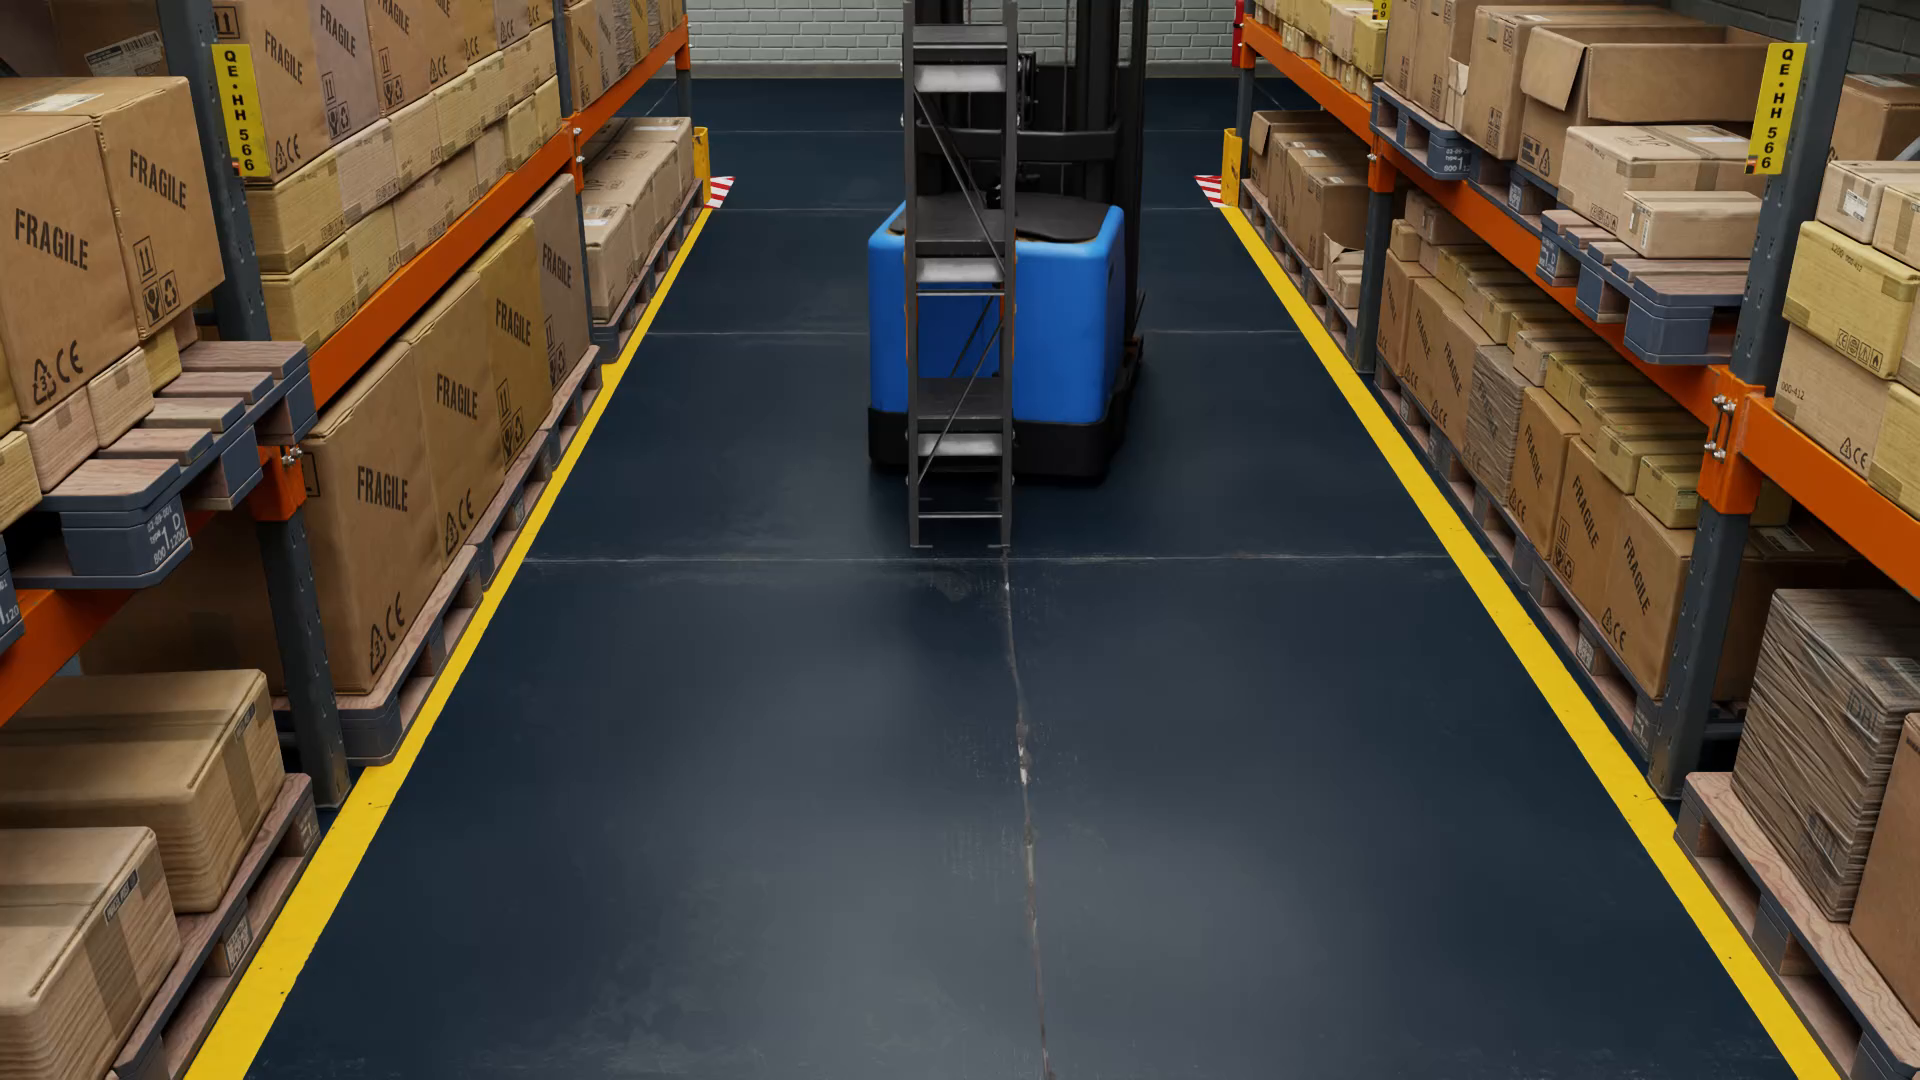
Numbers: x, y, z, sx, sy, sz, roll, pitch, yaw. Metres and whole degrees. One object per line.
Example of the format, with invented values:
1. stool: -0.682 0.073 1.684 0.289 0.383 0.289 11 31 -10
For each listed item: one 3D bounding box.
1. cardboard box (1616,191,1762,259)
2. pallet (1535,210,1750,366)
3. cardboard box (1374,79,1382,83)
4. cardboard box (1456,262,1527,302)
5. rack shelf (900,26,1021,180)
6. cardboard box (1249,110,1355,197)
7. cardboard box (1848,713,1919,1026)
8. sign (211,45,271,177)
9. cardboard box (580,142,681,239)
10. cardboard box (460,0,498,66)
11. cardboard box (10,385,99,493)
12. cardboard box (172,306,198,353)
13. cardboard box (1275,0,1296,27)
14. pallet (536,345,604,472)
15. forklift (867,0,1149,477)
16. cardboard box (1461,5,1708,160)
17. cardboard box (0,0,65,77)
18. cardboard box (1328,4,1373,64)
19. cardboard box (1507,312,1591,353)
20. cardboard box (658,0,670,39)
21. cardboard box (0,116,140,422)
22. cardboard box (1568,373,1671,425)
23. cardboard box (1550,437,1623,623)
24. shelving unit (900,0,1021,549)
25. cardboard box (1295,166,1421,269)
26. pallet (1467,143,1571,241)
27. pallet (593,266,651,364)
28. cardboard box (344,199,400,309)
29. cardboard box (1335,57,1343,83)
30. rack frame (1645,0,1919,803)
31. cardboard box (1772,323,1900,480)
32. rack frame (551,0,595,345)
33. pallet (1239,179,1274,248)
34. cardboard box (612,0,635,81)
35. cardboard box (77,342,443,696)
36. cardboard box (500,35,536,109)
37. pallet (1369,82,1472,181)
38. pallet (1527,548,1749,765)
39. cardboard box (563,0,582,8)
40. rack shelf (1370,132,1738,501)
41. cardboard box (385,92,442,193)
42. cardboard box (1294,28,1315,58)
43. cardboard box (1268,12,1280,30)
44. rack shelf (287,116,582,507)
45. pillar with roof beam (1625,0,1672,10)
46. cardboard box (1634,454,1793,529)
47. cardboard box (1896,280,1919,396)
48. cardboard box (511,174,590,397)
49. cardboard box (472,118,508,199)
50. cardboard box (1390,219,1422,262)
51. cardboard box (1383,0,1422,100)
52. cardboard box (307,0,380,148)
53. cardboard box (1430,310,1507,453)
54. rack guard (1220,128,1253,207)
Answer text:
1. cardboard box: 2.219 -0.950 5.006 0.380 0.149 0.250 0 24 0
2. pallet: 2.532 -0.796 5.102 1.213 0.211 1.003 0 24 -1
3. cardboard box: 2.310 -2.268 8.430 0.380 0.149 0.250 0 24 0
4. cardboard box: 2.415 -1.119 7.321 0.380 0.149 0.250 -1 24 -1
5. rack shelf: -0.002 -1.650 6.185 0.431 0.518 0.480 0 24 -1
6. cardboard box: 2.434 -2.702 11.604 0.797 0.503 0.637 -1 24 -3
7. cardboard box: 2.618 0.813 3.685 0.875 0.625 0.625 1 24 1
8. sign: -1.811 -1.078 4.185 0.100 0.325 0.005 0 24 -1
9. cardboard box: -2.315 -2.252 10.689 0.875 0.438 0.875 0 24 1
10. cardboard box: -2.142 -2.125 6.473 0.500 0.500 0.500 0 24 1
11. cardboard box: -1.997 -0.206 3.360 0.380 0.149 0.250 -1 24 -3
12. cardboard box: -2.115 -0.523 4.062 0.380 0.149 0.250 1 24 1
13. cardboard box: 2.273 -3.363 10.367 0.500 0.250 0.500 -1 24 -2
14. pallet: -2.313 -0.640 7.910 1.003 0.211 1.213 0 24 -1
15. forklift: 0.365 -2.188 8.031 1.130 2.935 3.031 4 25 9
16. cardboard box: 2.362 -1.752 6.353 0.700 0.500 0.500 0 24 -1
17. cardboard box: -2.621 -1.293 4.635 0.500 0.500 0.500 -1 24 -2
18. cardboard box: 2.296 -2.735 8.978 0.500 0.250 0.500 0 24 0
19. cardboard box: 2.413 -0.803 6.621 0.380 0.149 0.250 0 24 0
20. cardboard box: -2.180 -3.518 10.767 0.500 0.500 0.500 -1 24 -2
21. cardboard box: -2.054 -0.554 3.342 0.500 0.500 0.500 -1 24 -1
22. cardboard box: 2.401 -0.485 5.918 0.380 0.149 0.250 0 24 1
23. cardboard box: 2.395 -0.036 5.714 0.500 0.500 0.500 -1 24 -1
24. shelving unit: -0.002 -1.025 6.468 0.431 2.100 0.503 0 24 -1
25. cardboard box: 2.416 -1.920 9.880 0.700 0.500 0.500 -1 24 -3
26. pallet: 2.584 -1.318 6.257 1.003 0.211 1.213 0 24 -1
27. pallet: -2.327 -1.272 9.306 1.003 0.211 1.213 0 24 -1
28. cardboard box: -2.131 -0.926 5.340 0.500 0.250 0.500 -1 24 -2
29. cardboard box: 2.283 -2.591 9.143 0.380 0.149 0.250 0 24 1
30. rack frame: 2.610 -0.604 4.446 1.000 3.000 0.127 0 24 -1
31. cardboard box: 2.370 -0.352 4.070 0.500 0.250 0.500 0 24 0
32. rack frame: -2.397 -2.229 8.037 1.000 3.000 0.127 0 24 -1
33. pallet: 2.533 -2.270 11.514 1.003 0.211 1.213 0 24 -1
34. cardboard box: -2.141 -2.881 9.359 0.500 0.500 0.500 0 24 0
35. cardboard box: -2.278 -0.089 5.375 0.875 0.875 0.875 0 24 -1
36. cardboard box: -2.136 -2.002 7.111 0.500 0.250 0.500 0 24 1
37. pallet: 2.466 -1.835 7.401 1.003 0.211 1.213 0 24 -1
38. pallet: 2.639 0.359 5.701 1.003 0.211 1.213 0 24 -1
39. cardboard box: -2.160 -2.927 8.247 0.500 0.500 0.500 0 24 0
40. rack shelf: 2.588 -1.101 6.416 1.077 0.370 4.000 0 24 -1
41. cardboard box: -2.110 -1.368 5.710 0.500 0.250 0.500 0 24 -1
42. cardboard box: 2.239 -3.010 10.070 0.380 0.149 0.250 0 24 1
43. cardboard box: 2.301 -3.545 11.253 0.380 0.149 0.250 0 24 1
44. rack shelf: -2.375 -1.077 6.364 1.077 0.370 4.000 0 24 -1
45. pillar with roof beam: -0.845 -5.257 7.454 9.100 9.000 0.400 0 24 -1
46. cardboard box: 2.351 -0.154 5.188 0.380 0.149 0.250 -1 24 -3
47. cardboard box: 2.375 -0.373 3.511 0.500 0.250 0.500 0 24 1
48. cardboard box: -2.310 -1.197 7.825 0.875 0.875 0.875 0 24 1
49. cardboard box: -2.149 -1.559 6.738 0.500 0.250 0.500 -1 24 -2
50. cardboard box: 2.304 -1.451 8.056 0.380 0.149 0.250 1 24 2
51. cardboard box: 2.348 -2.289 7.540 0.700 0.500 0.500 0 24 1
52. cardboard box: -2.129 -1.490 5.070 0.500 0.500 0.500 0 24 0
53. cardboard box: 2.363 -0.679 7.136 0.500 0.500 0.500 -1 24 -2
54. rack guard: 2.523 -2.730 12.180 1.175 0.500 0.348 0 24 -1
